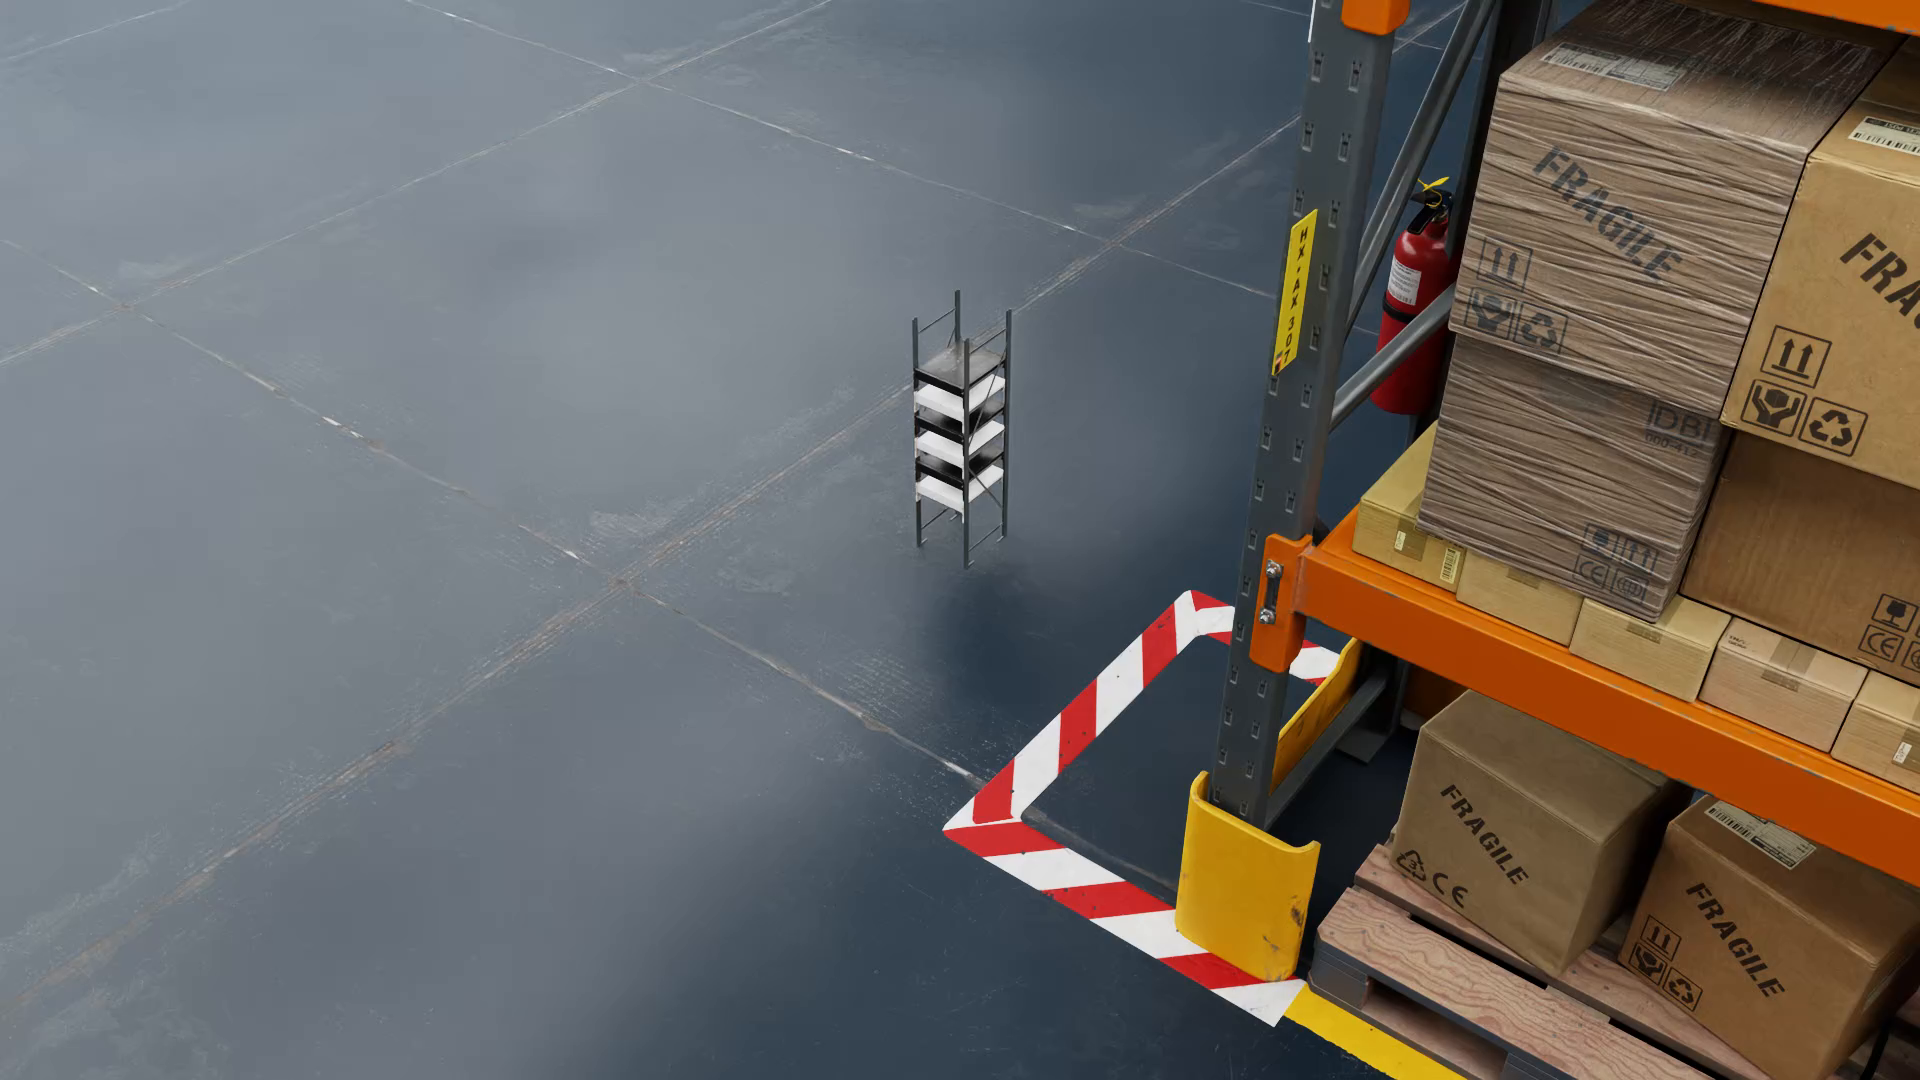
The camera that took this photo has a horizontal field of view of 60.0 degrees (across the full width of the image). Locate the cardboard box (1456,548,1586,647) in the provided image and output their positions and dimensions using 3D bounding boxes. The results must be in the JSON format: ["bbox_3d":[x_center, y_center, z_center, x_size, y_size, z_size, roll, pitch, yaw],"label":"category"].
[{"bbox_3d":[1.247,0.024,3.490,0.250,0.149,0.380,25,45,29],"label":"cardboard box"}]

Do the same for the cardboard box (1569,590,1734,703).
[{"bbox_3d":[1.437,0.125,3.361,0.250,0.149,0.380,25,45,29],"label":"cardboard box"}]

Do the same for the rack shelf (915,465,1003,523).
[{"bbox_3d":[0.006,-0.183,5.600,0.200,0.077,0.258,25,45,29],"label":"rack shelf"}]

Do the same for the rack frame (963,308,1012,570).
[{"bbox_3d":[0.087,-0.313,5.420,0.006,0.900,0.240,25,45,29],"label":"rack frame"}]

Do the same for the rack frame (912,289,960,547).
[{"bbox_3d":[-0.074,-0.389,5.517,0.006,0.900,0.240,25,45,29],"label":"rack frame"}]

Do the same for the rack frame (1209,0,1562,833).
[{"bbox_3d":[0.979,-0.402,3.830,0.127,3.000,1.000,25,45,29],"label":"rack frame"}]

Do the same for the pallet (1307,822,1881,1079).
[{"bbox_3d":[1.663,1.046,4.243,1.213,0.211,1.003,25,45,29],"label":"pallet"}]

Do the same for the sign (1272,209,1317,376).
[{"bbox_3d":[0.649,-0.477,3.224,0.005,0.325,0.100,25,45,29],"label":"sign"}]

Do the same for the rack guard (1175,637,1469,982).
[{"bbox_3d":[1.039,0.611,4.564,0.348,0.500,1.175,25,45,29],"label":"rack guard"}]

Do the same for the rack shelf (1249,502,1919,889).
[{"bbox_3d":[2.567,0.630,3.095,4.000,0.370,1.077,25,45,29],"label":"rack shelf"}]

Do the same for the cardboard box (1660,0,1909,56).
[{"bbox_3d":[1.566,-0.867,3.291,0.500,0.500,0.500,25,45,29],"label":"cardboard box"}]

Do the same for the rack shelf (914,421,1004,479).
[{"bbox_3d":[0.006,-0.325,5.489,0.200,0.077,0.258,25,45,29],"label":"rack shelf"}]

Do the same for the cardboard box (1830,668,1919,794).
[{"bbox_3d":[1.842,0.305,3.131,0.250,0.149,0.380,25,45,29],"label":"cardboard box"}]

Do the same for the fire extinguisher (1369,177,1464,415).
[{"bbox_3d":[1.168,-0.640,4.197,0.183,0.674,0.296,25,45,29],"label":"fire extinguisher"}]

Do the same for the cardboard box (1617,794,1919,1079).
[{"bbox_3d":[1.960,0.866,3.897,0.500,0.500,0.500,-25,45,-29],"label":"cardboard box"}]

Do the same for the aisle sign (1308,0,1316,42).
[{"bbox_3d":[0.747,-1.302,2.871,0.004,0.787,0.394,25,45,29],"label":"aisle sign"}]

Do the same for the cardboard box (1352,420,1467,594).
[{"bbox_3d":[1.060,-0.079,3.622,0.250,0.149,0.380,25,45,29],"label":"cardboard box"}]

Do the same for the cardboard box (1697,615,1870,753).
[{"bbox_3d":[1.648,0.208,3.255,0.250,0.149,0.380,25,45,29],"label":"cardboard box"}]

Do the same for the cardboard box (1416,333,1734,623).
[{"bbox_3d":[1.399,-0.339,3.427,0.500,0.500,0.875,25,45,29],"label":"cardboard box"}]

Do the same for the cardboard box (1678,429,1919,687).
[{"bbox_3d":[1.869,-0.210,3.263,0.500,0.500,0.875,25,45,29],"label":"cardboard box"}]

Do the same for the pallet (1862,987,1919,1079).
[{"bbox_3d":[2.628,1.503,3.659,1.213,0.211,1.003,25,45,29],"label":"pallet"}]

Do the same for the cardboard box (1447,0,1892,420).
[{"bbox_3d":[1.250,-0.613,2.966,0.500,0.500,0.500,25,45,29],"label":"cardboard box"}]

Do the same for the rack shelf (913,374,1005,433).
[{"bbox_3d":[0.006,-0.467,5.378,0.200,0.077,0.258,25,45,29],"label":"rack shelf"}]

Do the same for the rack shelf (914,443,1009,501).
[{"bbox_3d":[0.006,-0.254,5.545,0.200,0.077,0.258,25,45,29],"label":"rack shelf"}]

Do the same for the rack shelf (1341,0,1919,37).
[{"bbox_3d":[2.567,-0.551,2.170,4.000,0.370,1.077,25,45,29],"label":"rack shelf"}]

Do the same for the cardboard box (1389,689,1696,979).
[{"bbox_3d":[1.465,0.659,4.162,0.500,0.500,0.500,-29,46,-32],"label":"cardboard box"}]

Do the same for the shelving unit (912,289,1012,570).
[{"bbox_3d":[0.006,-0.351,5.469,0.210,0.900,0.258,25,45,29],"label":"shelving unit"}]

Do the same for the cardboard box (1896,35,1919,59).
[{"bbox_3d":[1.966,-0.683,3.055,0.500,0.500,0.500,25,45,29],"label":"cardboard box"}]

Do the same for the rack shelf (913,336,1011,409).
[{"bbox_3d":[0.006,-0.538,5.323,0.200,0.077,0.258,25,45,29],"label":"rack shelf"}]

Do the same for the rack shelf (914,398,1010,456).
[{"bbox_3d":[0.006,-0.396,5.434,0.200,0.077,0.258,25,45,29],"label":"rack shelf"}]

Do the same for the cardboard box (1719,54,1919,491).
[{"bbox_3d":[1.643,-0.422,2.722,0.500,0.500,0.500,25,45,29],"label":"cardboard box"}]
